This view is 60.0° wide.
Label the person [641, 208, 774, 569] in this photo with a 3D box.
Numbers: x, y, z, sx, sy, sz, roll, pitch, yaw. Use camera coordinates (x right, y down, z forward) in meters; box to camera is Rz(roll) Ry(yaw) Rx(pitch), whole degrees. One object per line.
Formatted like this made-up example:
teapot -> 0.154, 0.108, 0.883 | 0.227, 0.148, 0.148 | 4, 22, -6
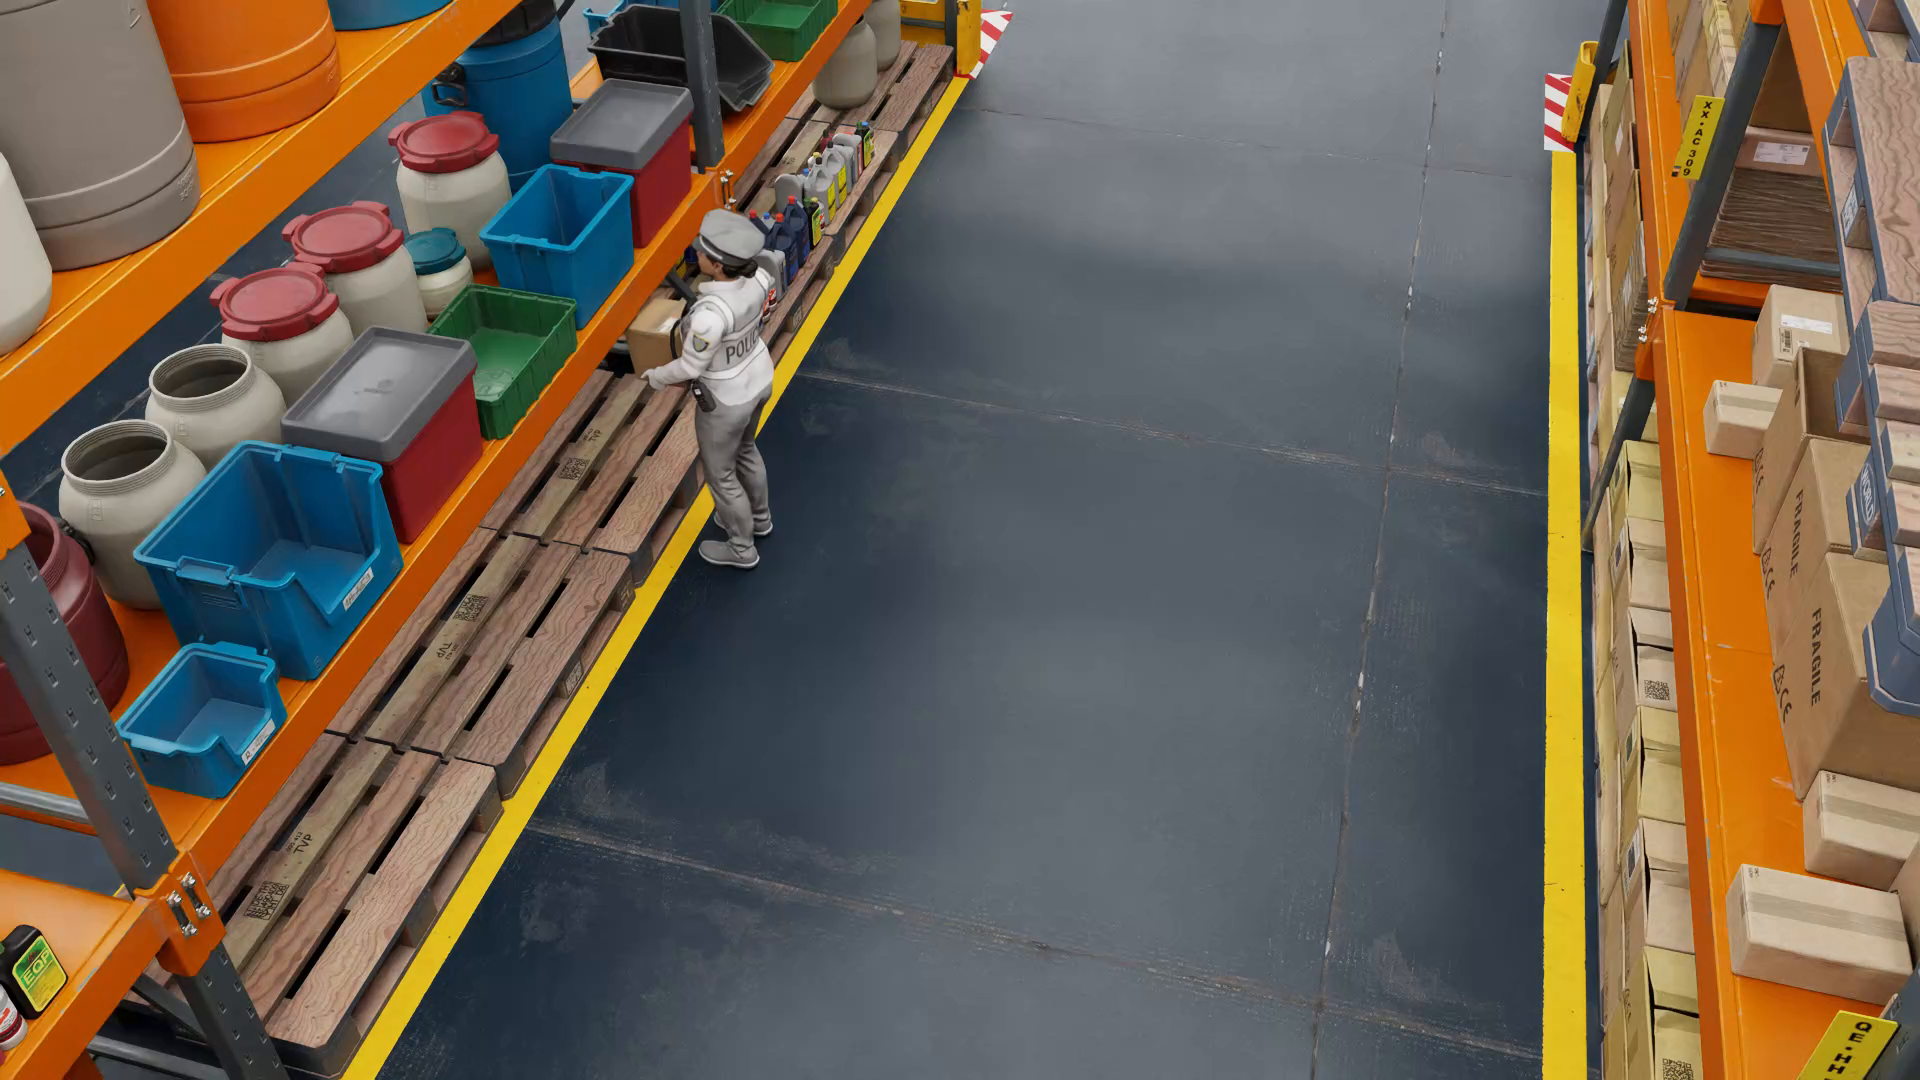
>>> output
person -> -1.001, -0.629, 6.858 | 0.549, 1.686, 0.459 | 17, 44, 19
